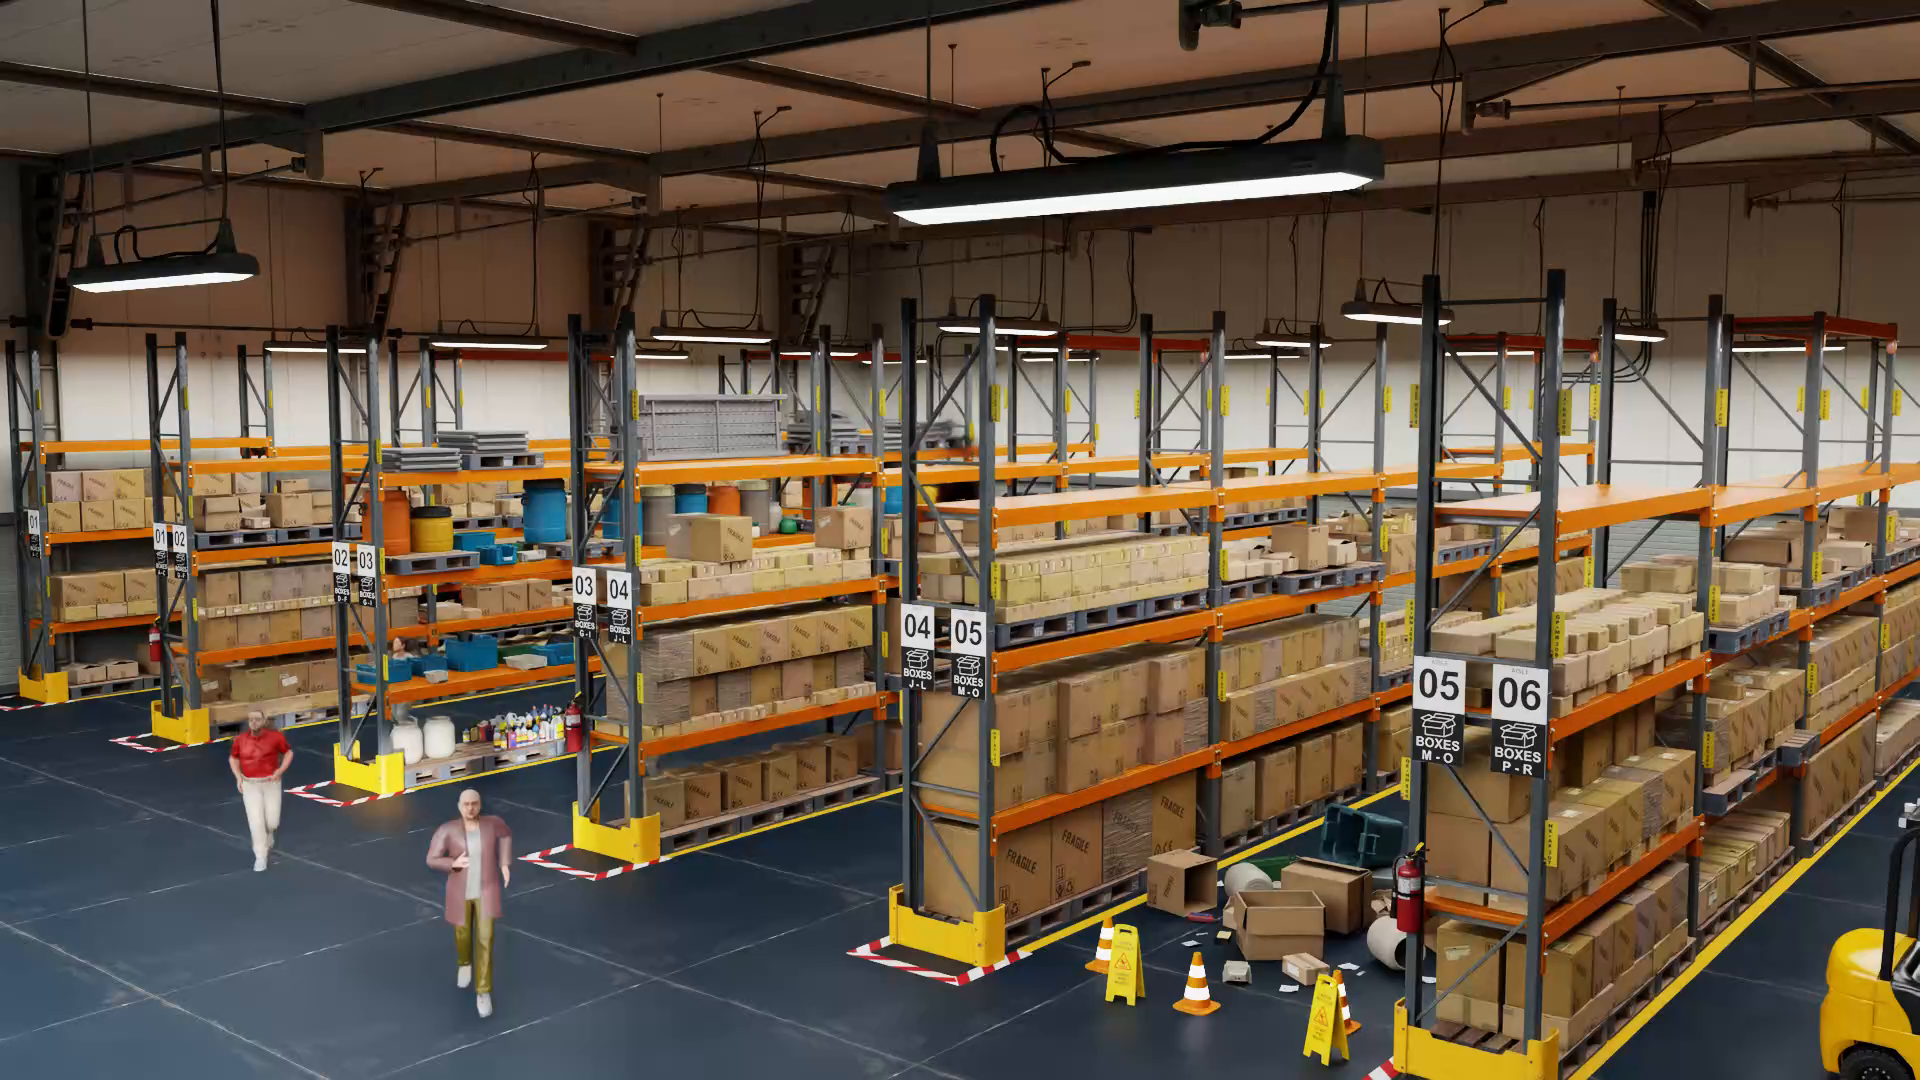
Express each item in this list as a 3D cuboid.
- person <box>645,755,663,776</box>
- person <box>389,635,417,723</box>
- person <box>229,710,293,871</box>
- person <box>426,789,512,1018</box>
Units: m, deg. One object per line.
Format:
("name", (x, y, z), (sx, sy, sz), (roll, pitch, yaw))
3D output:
("person", (-3.887, 2.461, 20.944), (0.605, 1.669, 0.569), (5, 7, 41))
("person", (-8.044, 2.192, 24.108), (0.560, 1.639, 0.605), (3, 6, 28))
("person", (-7.638, 2.697, 18.191), (0.657, 1.714, 0.719), (-2, 5, -19))
("person", (-4.133, 2.996, 14.056), (0.702, 1.823, 0.968), (-2, 5, -17))
